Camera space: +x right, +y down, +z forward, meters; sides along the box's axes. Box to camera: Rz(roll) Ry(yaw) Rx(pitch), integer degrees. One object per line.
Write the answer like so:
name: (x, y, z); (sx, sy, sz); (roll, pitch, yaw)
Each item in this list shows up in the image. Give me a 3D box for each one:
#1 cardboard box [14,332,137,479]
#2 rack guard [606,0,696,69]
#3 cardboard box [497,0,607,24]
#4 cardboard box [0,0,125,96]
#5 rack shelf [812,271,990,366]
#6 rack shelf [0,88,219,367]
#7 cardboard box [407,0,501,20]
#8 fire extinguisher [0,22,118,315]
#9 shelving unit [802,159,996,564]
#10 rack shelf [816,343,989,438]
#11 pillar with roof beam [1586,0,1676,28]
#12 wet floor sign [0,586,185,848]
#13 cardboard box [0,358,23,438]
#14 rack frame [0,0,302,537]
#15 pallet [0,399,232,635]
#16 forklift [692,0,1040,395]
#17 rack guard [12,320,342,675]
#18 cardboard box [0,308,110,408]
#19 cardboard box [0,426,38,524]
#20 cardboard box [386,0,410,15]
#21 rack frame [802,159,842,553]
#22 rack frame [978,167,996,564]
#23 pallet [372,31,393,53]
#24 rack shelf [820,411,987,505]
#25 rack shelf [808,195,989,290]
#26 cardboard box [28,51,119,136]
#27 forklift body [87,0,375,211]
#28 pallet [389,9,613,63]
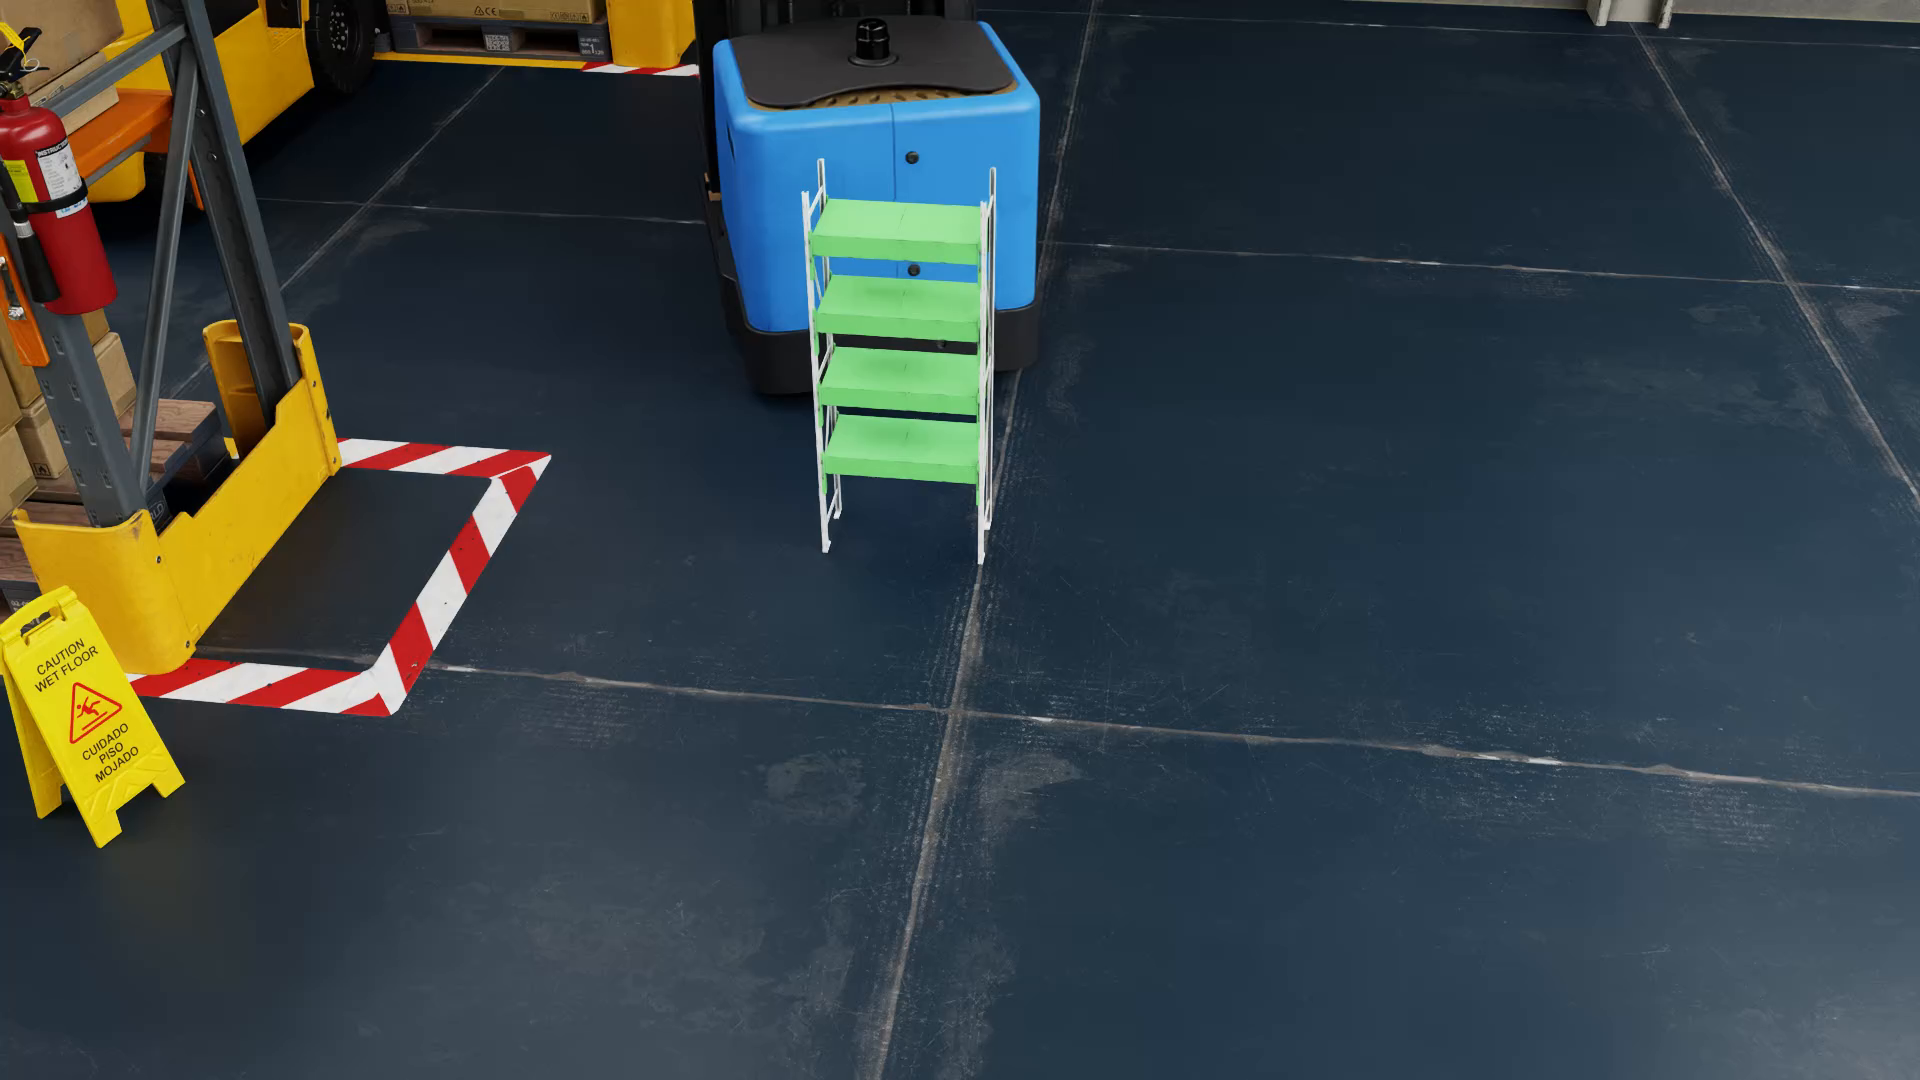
cardboard box: (-3.011, -0.448, 5.301); (0.500, 0.250, 0.500); (4, 36, 6)
rack guard: (-1.594, -3.018, 9.049); (0.348, 0.500, 1.175); (4, 36, 6)
cardboard box: (-2.124, -2.942, 8.795); (0.500, 0.250, 0.500); (5, 36, 6)
cardboard box: (-2.681, -1.534, 4.475); (0.500, 0.500, 0.500); (4, 36, 5)
rack shelf: (-0.164, -0.644, 4.816); (0.480, 0.148, 0.258); (4, 36, 6)
rack shelf: (-4.230, -1.032, 4.734); (4.000, 0.370, 1.077); (4, 36, 6)
cardboard box: (-2.616, -2.984, 8.855); (0.500, 0.250, 0.500); (4, 36, 6)
fire extinguisher: (-2.192, -0.872, 3.956); (0.183, 0.674, 0.296); (4, 36, 6)
shelving unit: (-0.164, -0.501, 4.919); (0.503, 1.200, 0.258); (4, 36, 6)
rack shelf: (-0.164, -0.449, 4.956); (0.480, 0.148, 0.258); (4, 36, 6)
pillar with roof beam: (3.209, -4.126, 3.284); (0.400, 9.000, 9.100); (4, 36, 6)
wet floor sign: (-2.194, 0.412, 4.118); (0.232, 0.644, 0.267); (17, 39, 22)
cardboard box: (-3.074, -0.443, 4.649); (0.500, 0.500, 0.500); (4, 36, 6)
rack frame: (-2.247, -1.177, 4.317); (0.127, 3.000, 1.000); (4, 36, 6)
pallet: (-3.123, -0.128, 5.248); (1.213, 0.211, 1.003); (4, 36, 6)
forklift: (-0.527, -2.556, 6.309); (1.130, 2.935, 3.031); (-7, 36, -10)
rack guard: (-2.322, -0.165, 5.051); (0.348, 0.500, 1.175); (4, 36, 6)
cardboard box: (-3.035, -0.755, 5.085); (0.500, 0.500, 0.500); (3, 36, 4)
cardboard box: (-3.106, -0.135, 4.863); (0.500, 0.250, 0.500); (4, 36, 6)
cardboard box: (-3.111, -3.026, 8.914); (0.500, 0.250, 0.500); (5, 36, 6)
rack frame: (-0.406, -0.519, 4.944); (0.015, 1.200, 0.240); (4, 36, 6)
rack frame: (0.078, -0.483, 4.893); (0.015, 1.200, 0.240); (4, 36, 6)
pallet: (-3.589, -3.027, 9.309); (1.213, 0.211, 1.003); (4, 36, 6)
rack shelf: (-0.164, -0.253, 5.095); (0.480, 0.148, 0.258); (4, 36, 6)
rack shelf: (-0.164, -0.839, 4.677); (0.480, 0.148, 0.258); (4, 36, 6)
cardboard box: (-2.557, -1.219, 4.593); (0.250, 0.149, 0.380); (4, 36, 6)
forklift body: (-3.731, -2.781, 7.295); (1.214, 2.155, 2.313); (4, 36, 6)
pallet: (-2.382, -2.935, 9.180); (1.213, 0.211, 1.003); (4, 36, 6)
